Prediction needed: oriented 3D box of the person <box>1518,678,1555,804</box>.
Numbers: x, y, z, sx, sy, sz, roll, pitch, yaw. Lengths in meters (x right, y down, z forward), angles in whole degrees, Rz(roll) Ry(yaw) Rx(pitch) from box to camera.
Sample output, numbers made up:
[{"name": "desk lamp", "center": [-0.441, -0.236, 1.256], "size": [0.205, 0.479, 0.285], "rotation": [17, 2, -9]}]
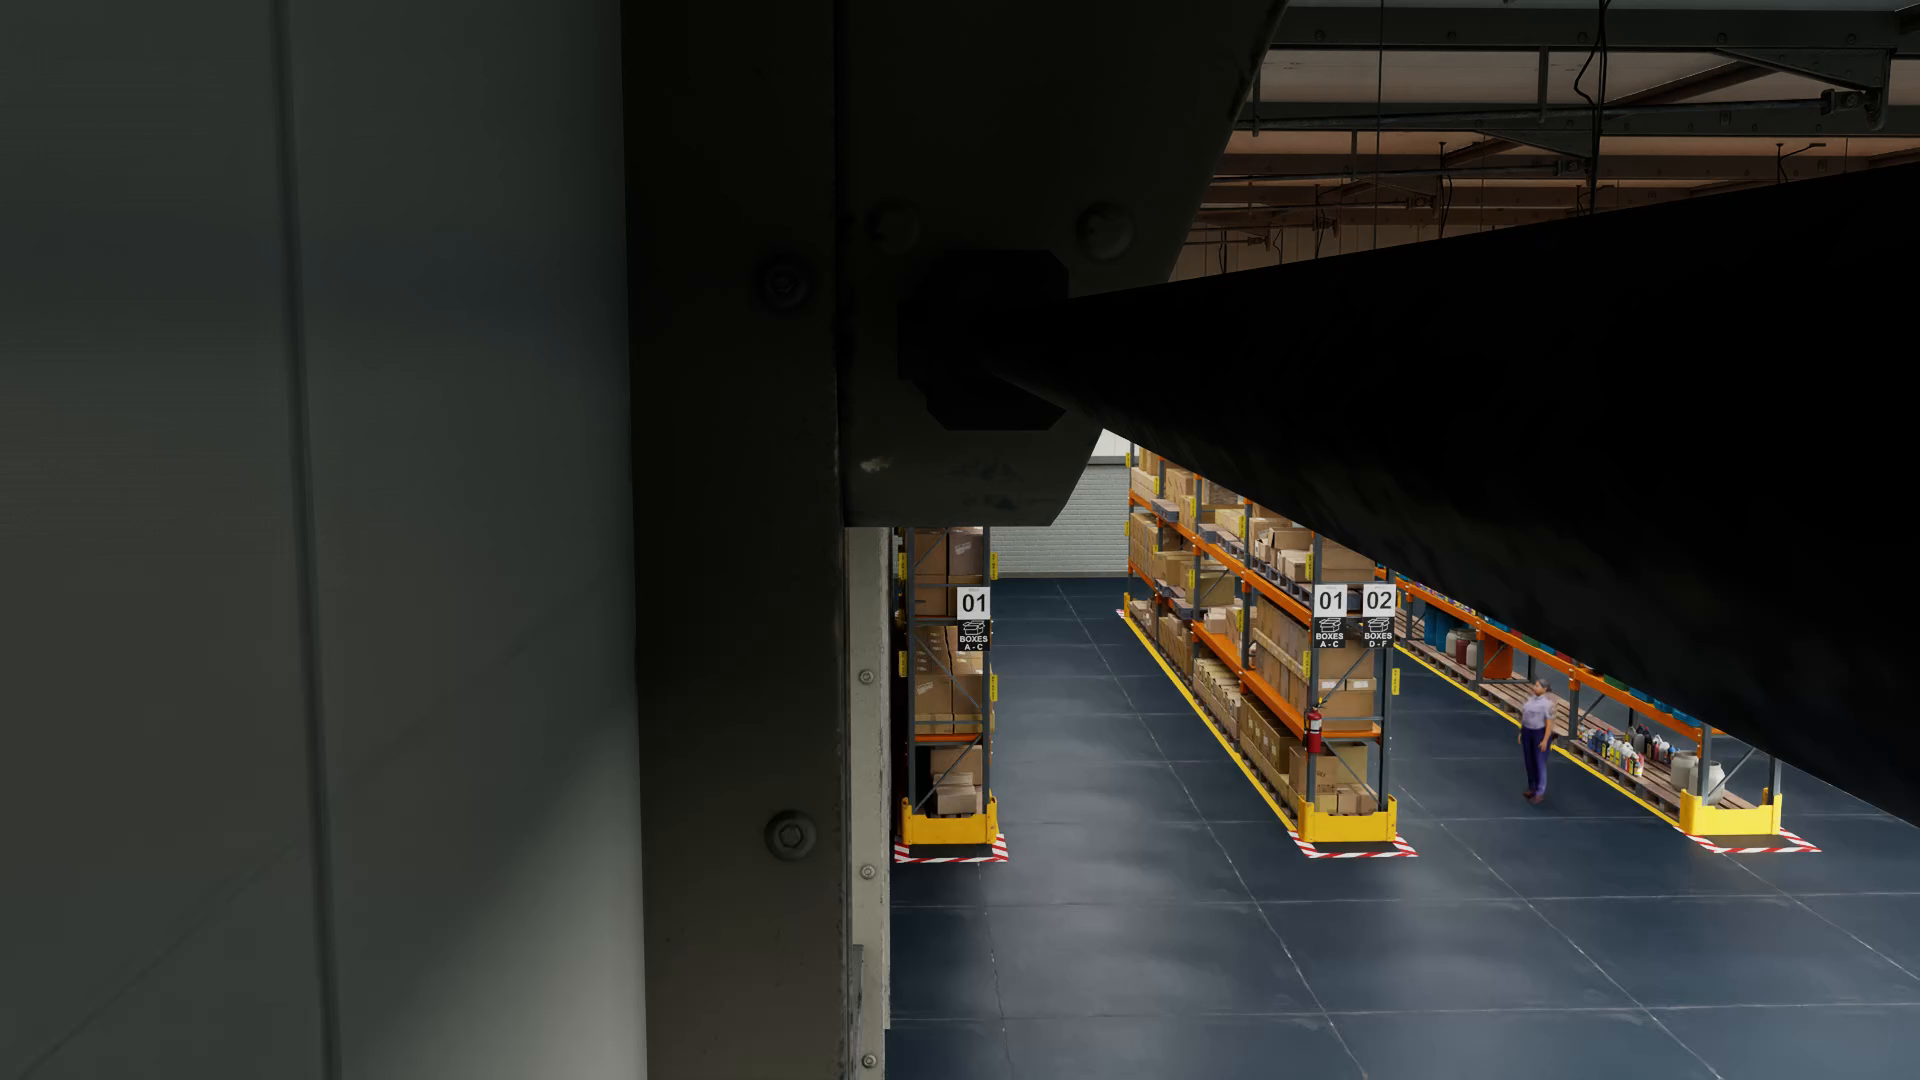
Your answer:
[{"name": "person", "center": [7.715, 2.680, 22.321], "size": [0.490, 1.667, 0.491], "rotation": [-5, 9, -34]}]
